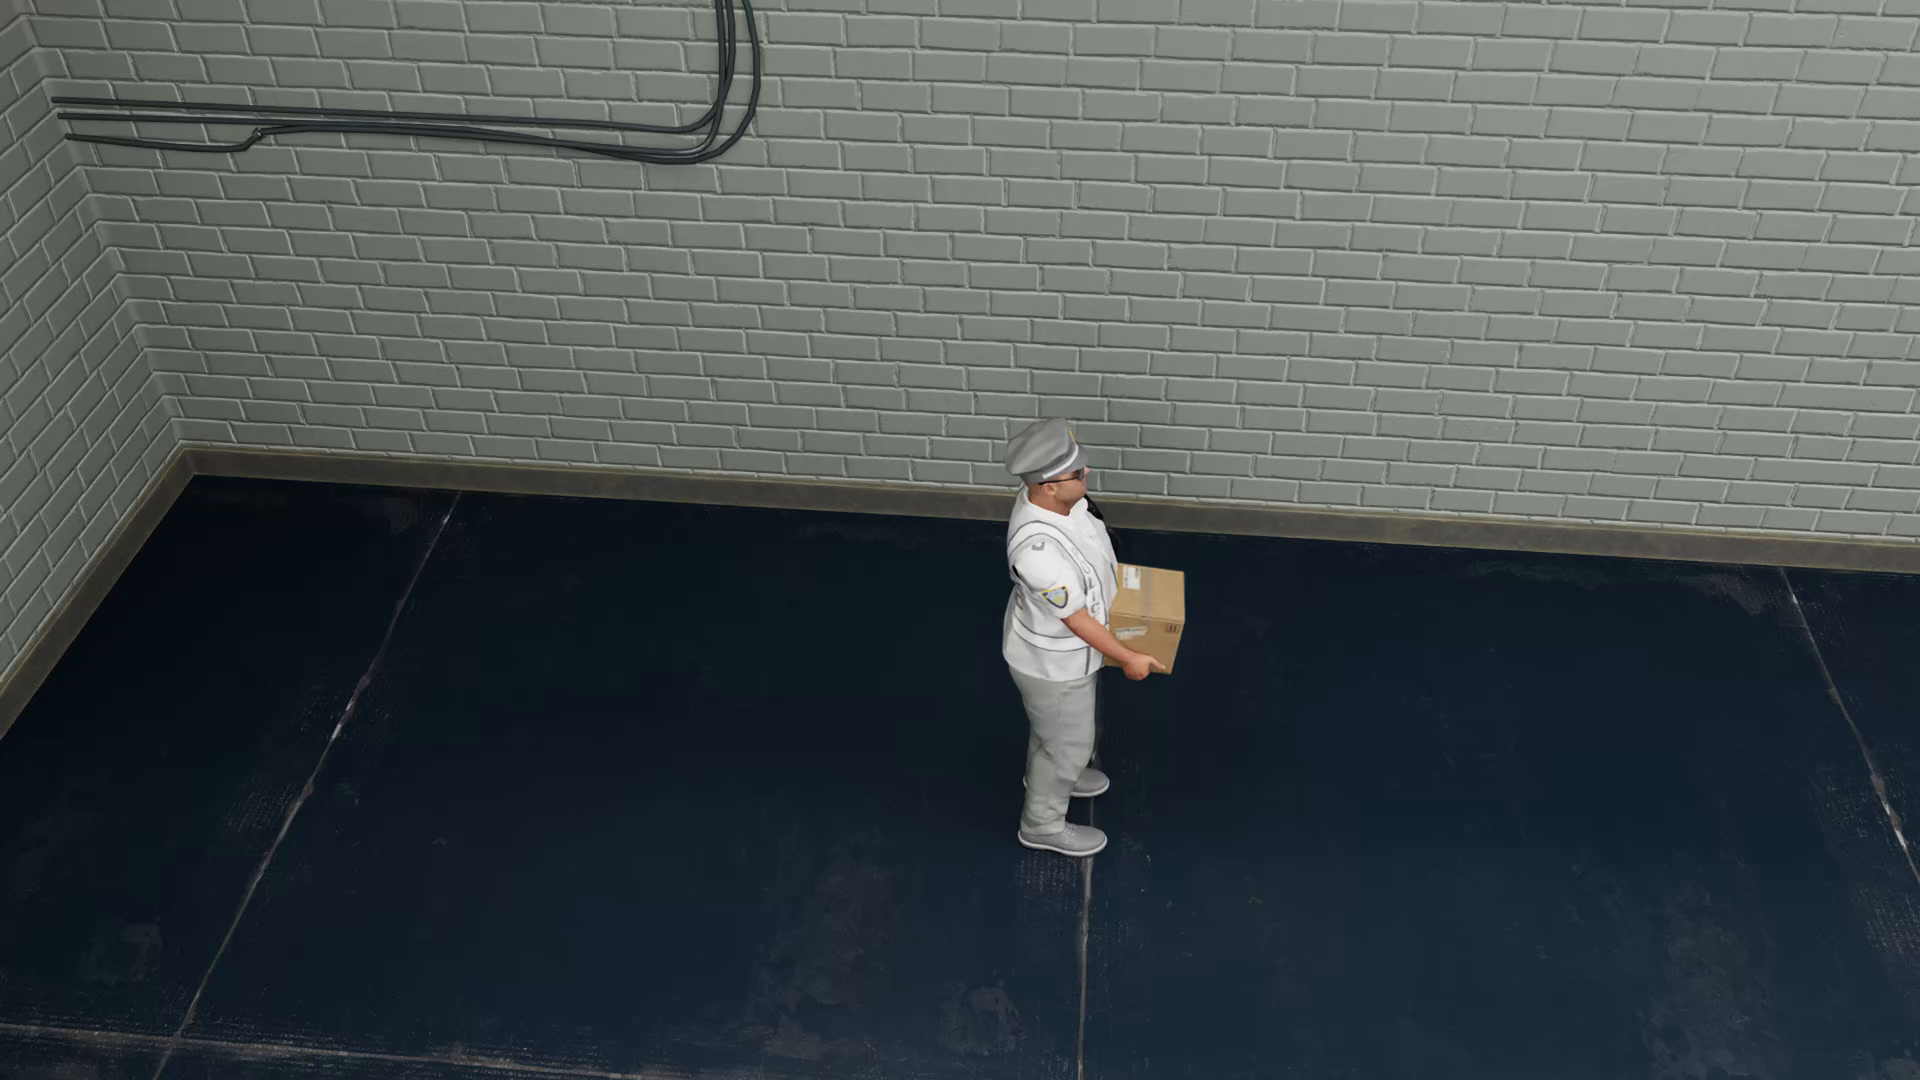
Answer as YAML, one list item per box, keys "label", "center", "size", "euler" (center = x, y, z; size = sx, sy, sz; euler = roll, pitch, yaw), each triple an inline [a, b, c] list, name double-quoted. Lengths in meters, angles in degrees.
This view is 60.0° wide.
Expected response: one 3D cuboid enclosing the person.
- label: "person"
  center: [0.420, 0.344, 5.726]
  size: [0.564, 1.762, 0.494]
  euler: [3, 40, 4]
